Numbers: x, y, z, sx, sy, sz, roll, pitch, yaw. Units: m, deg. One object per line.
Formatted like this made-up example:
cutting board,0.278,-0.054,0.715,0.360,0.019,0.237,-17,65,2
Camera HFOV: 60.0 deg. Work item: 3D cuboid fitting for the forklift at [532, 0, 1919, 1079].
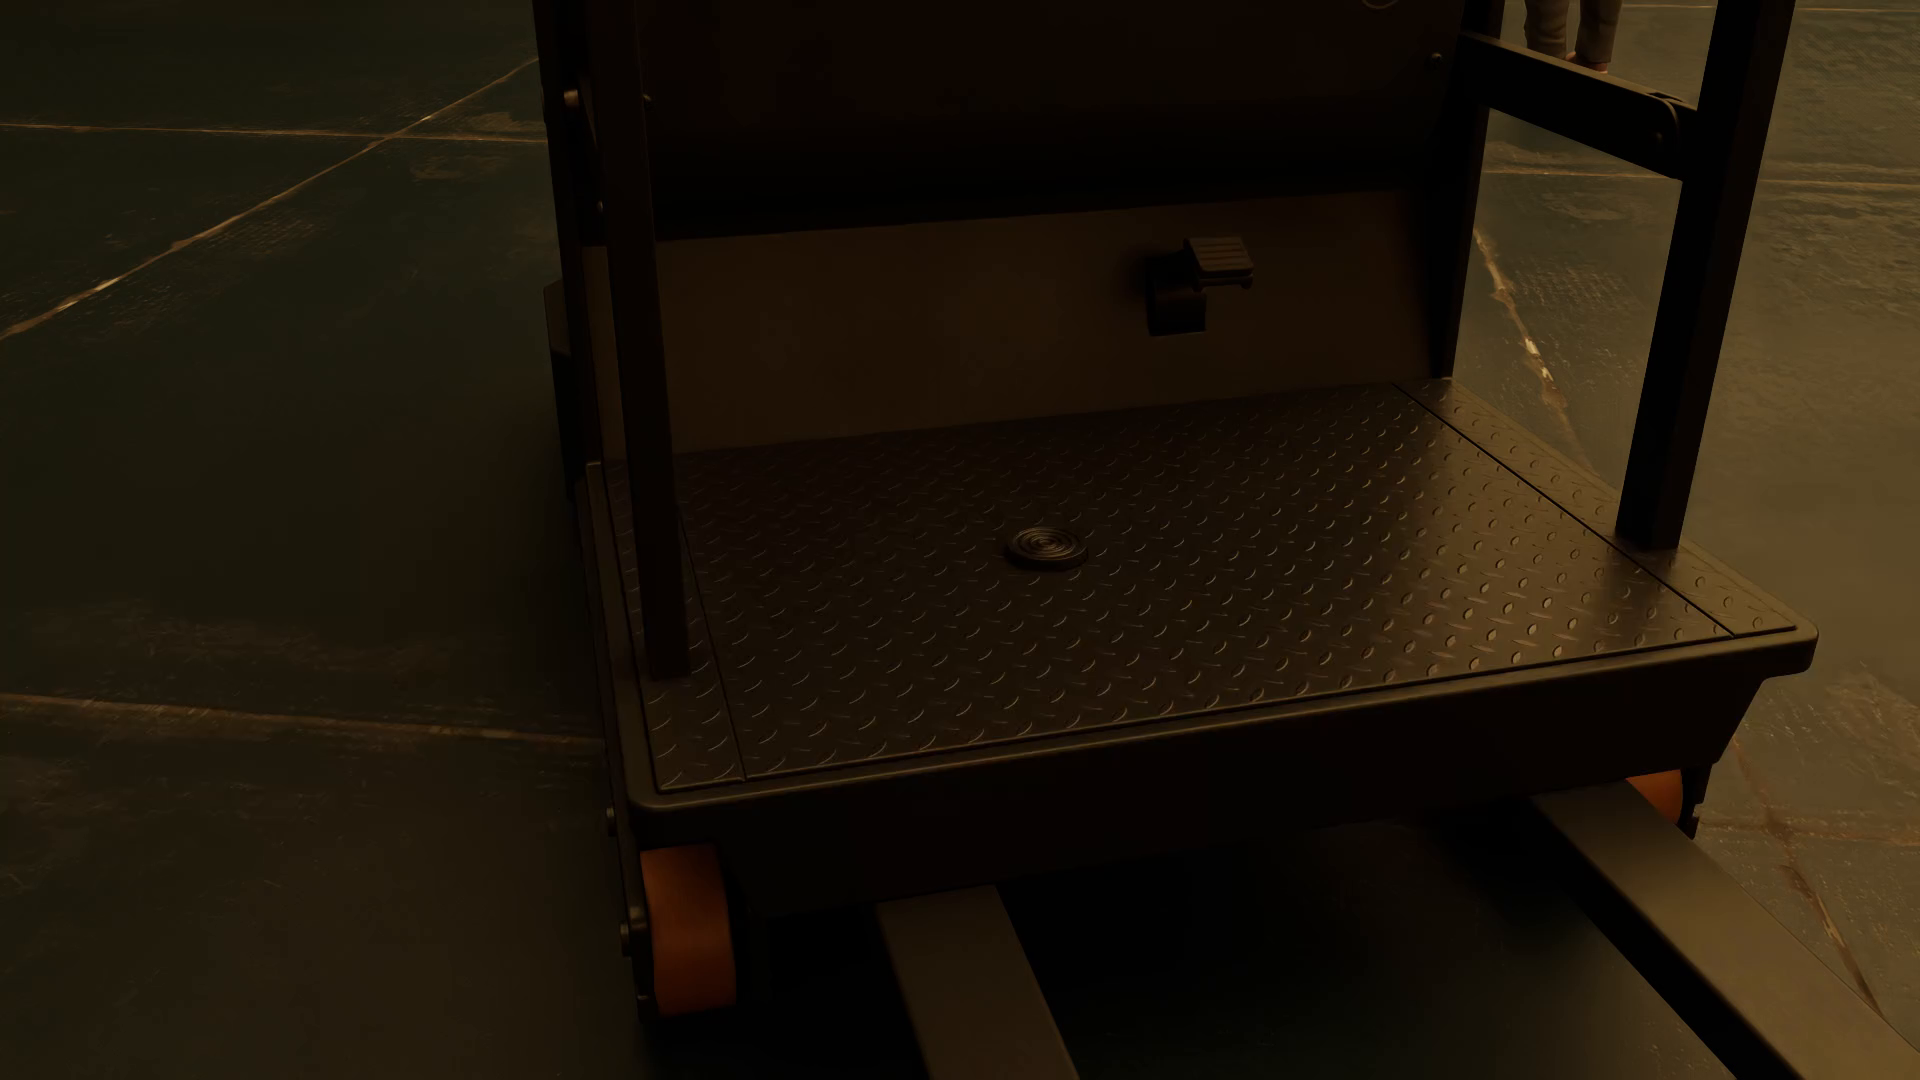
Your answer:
forklift,0.153,-1.049,1.319,1.130,2.935,3.031,-7,27,-13

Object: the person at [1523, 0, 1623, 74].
person,1.920,-2.255,5.163,0.569,1.643,0.504,-3,27,-6
